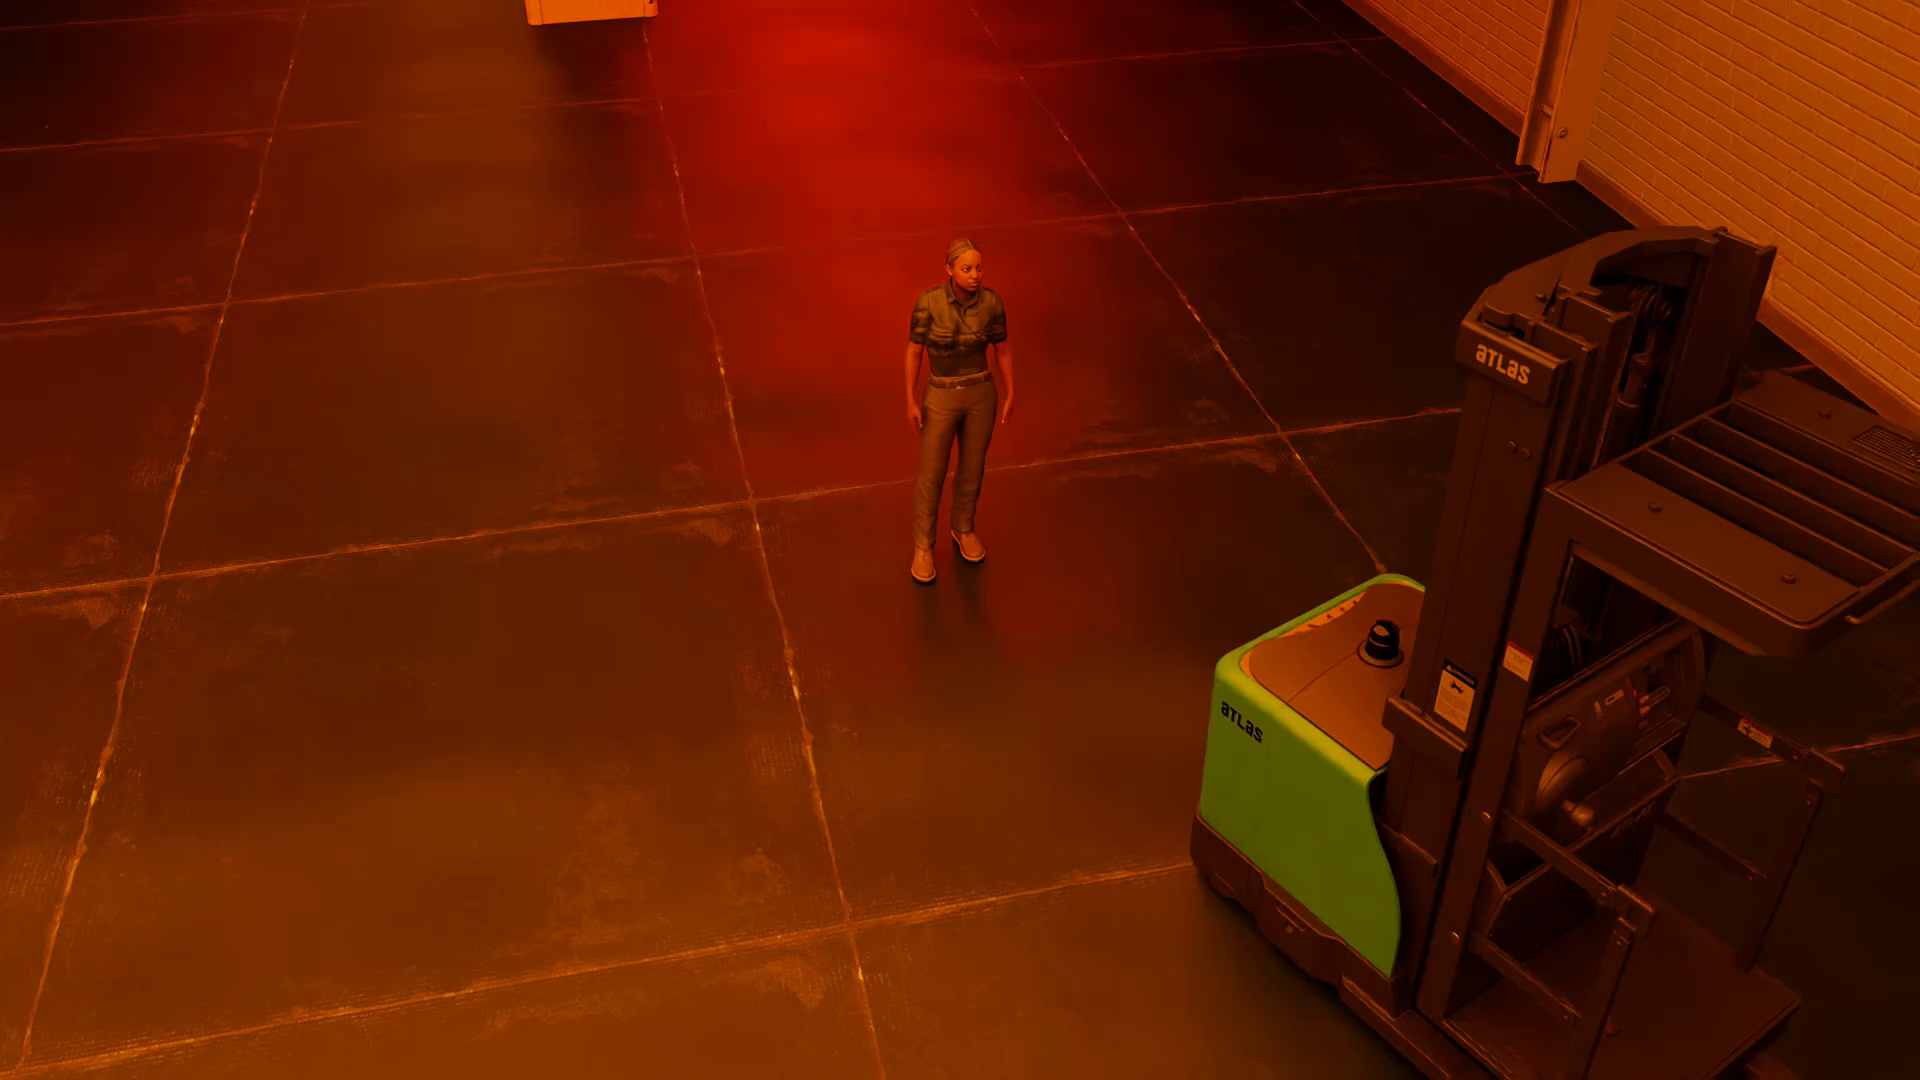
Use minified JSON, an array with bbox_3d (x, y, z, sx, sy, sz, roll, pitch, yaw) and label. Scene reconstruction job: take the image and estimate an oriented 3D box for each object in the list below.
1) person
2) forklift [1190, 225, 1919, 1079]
[{"bbox_3d":[0.001,-0.625,7.999,0.570,1.656,0.503,-8,36,-11],"label":"person"},{"bbox_3d":[2.197,0.650,5.147,1.130,2.935,3.031,-23,42,-29],"label":"forklift"}]
